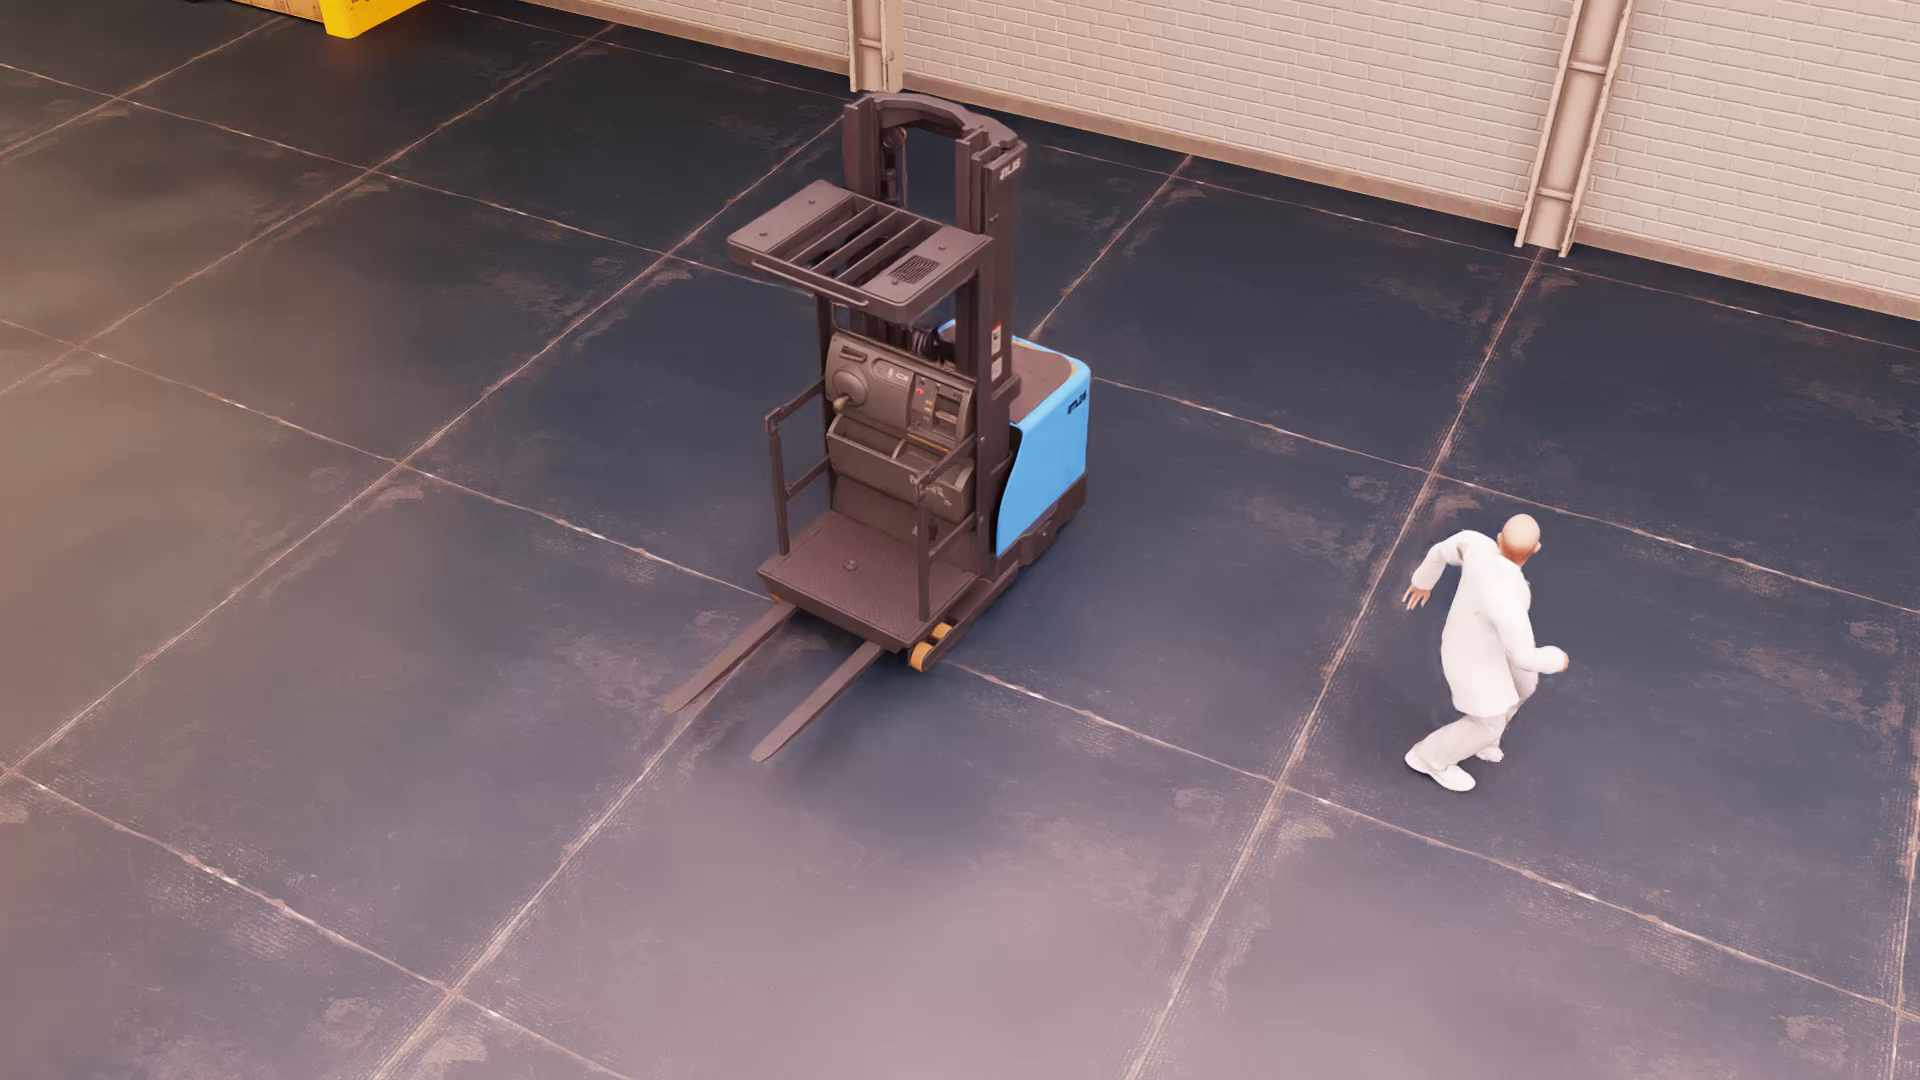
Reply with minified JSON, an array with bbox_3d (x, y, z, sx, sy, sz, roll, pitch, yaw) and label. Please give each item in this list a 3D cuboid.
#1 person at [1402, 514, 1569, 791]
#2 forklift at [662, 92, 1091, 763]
[{"bbox_3d":[2.604,0.564,8.309,0.799,1.763,0.728,9,41,10],"label":"person"},{"bbox_3d":[-0.455,-0.732,8.855,1.130,2.935,3.031,24,46,26],"label":"forklift"}]
